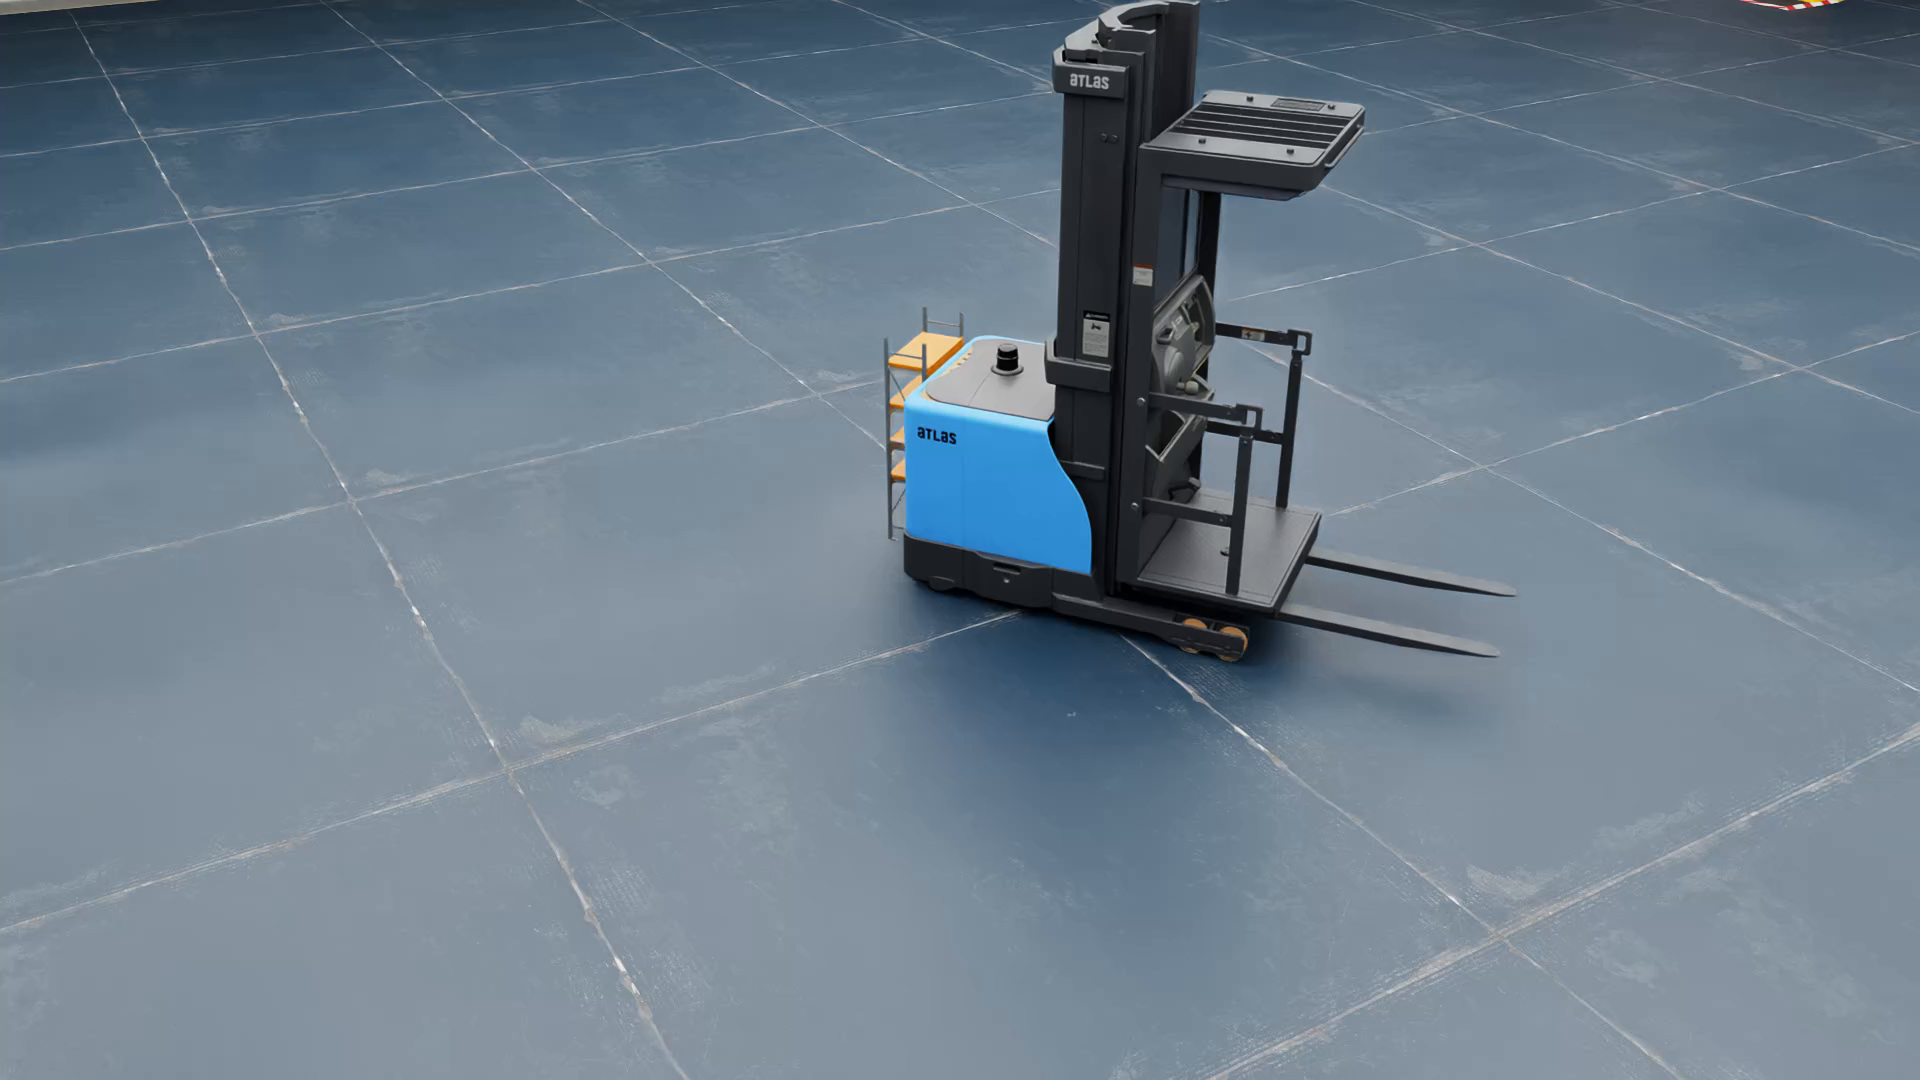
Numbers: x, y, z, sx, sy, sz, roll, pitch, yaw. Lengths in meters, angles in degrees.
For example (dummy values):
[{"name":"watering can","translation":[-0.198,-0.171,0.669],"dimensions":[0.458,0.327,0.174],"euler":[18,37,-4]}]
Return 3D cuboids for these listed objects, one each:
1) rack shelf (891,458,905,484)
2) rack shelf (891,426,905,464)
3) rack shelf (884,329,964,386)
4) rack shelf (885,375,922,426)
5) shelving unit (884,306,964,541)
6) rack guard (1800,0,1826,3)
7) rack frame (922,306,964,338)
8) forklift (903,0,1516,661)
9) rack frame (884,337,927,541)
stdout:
[{"name":"rack shelf","translation":[-0.189,-0.386,9.258],"dimensions":[0.258,0.148,0.480],"euler":[12,31,20]},{"name":"rack shelf","translation":[-0.189,-0.560,9.162],"dimensions":[0.258,0.148,0.480],"euler":[12,31,20]},{"name":"rack shelf","translation":[-0.189,-0.963,8.939],"dimensions":[0.258,0.148,0.480],"euler":[12,31,20]},{"name":"rack shelf","translation":[-0.189,-0.756,9.054],"dimensions":[0.258,0.148,0.480],"euler":[12,31,20]},{"name":"shelving unit","translation":[-0.189,-0.619,9.129],"dimensions":[0.258,1.200,0.503],"euler":[12,31,20]},{"name":"rack guard","translation":[11.276,-7.704,22.692],"dimensions":[0.348,0.500,1.175],"euler":[-16,33,-26]},{"name":"rack frame","translation":[-0.092,-0.727,9.325],"dimensions":[0.240,1.200,0.015],"euler":[12,31,20]},{"name":"forklift","translation":[1.268,-0.980,7.992],"dimensions":[3.031,2.935,1.130],"euler":[12,31,20]},{"name":"rack frame","translation":[-0.286,-0.511,8.933],"dimensions":[0.240,1.200,0.015],"euler":[12,31,20]}]
